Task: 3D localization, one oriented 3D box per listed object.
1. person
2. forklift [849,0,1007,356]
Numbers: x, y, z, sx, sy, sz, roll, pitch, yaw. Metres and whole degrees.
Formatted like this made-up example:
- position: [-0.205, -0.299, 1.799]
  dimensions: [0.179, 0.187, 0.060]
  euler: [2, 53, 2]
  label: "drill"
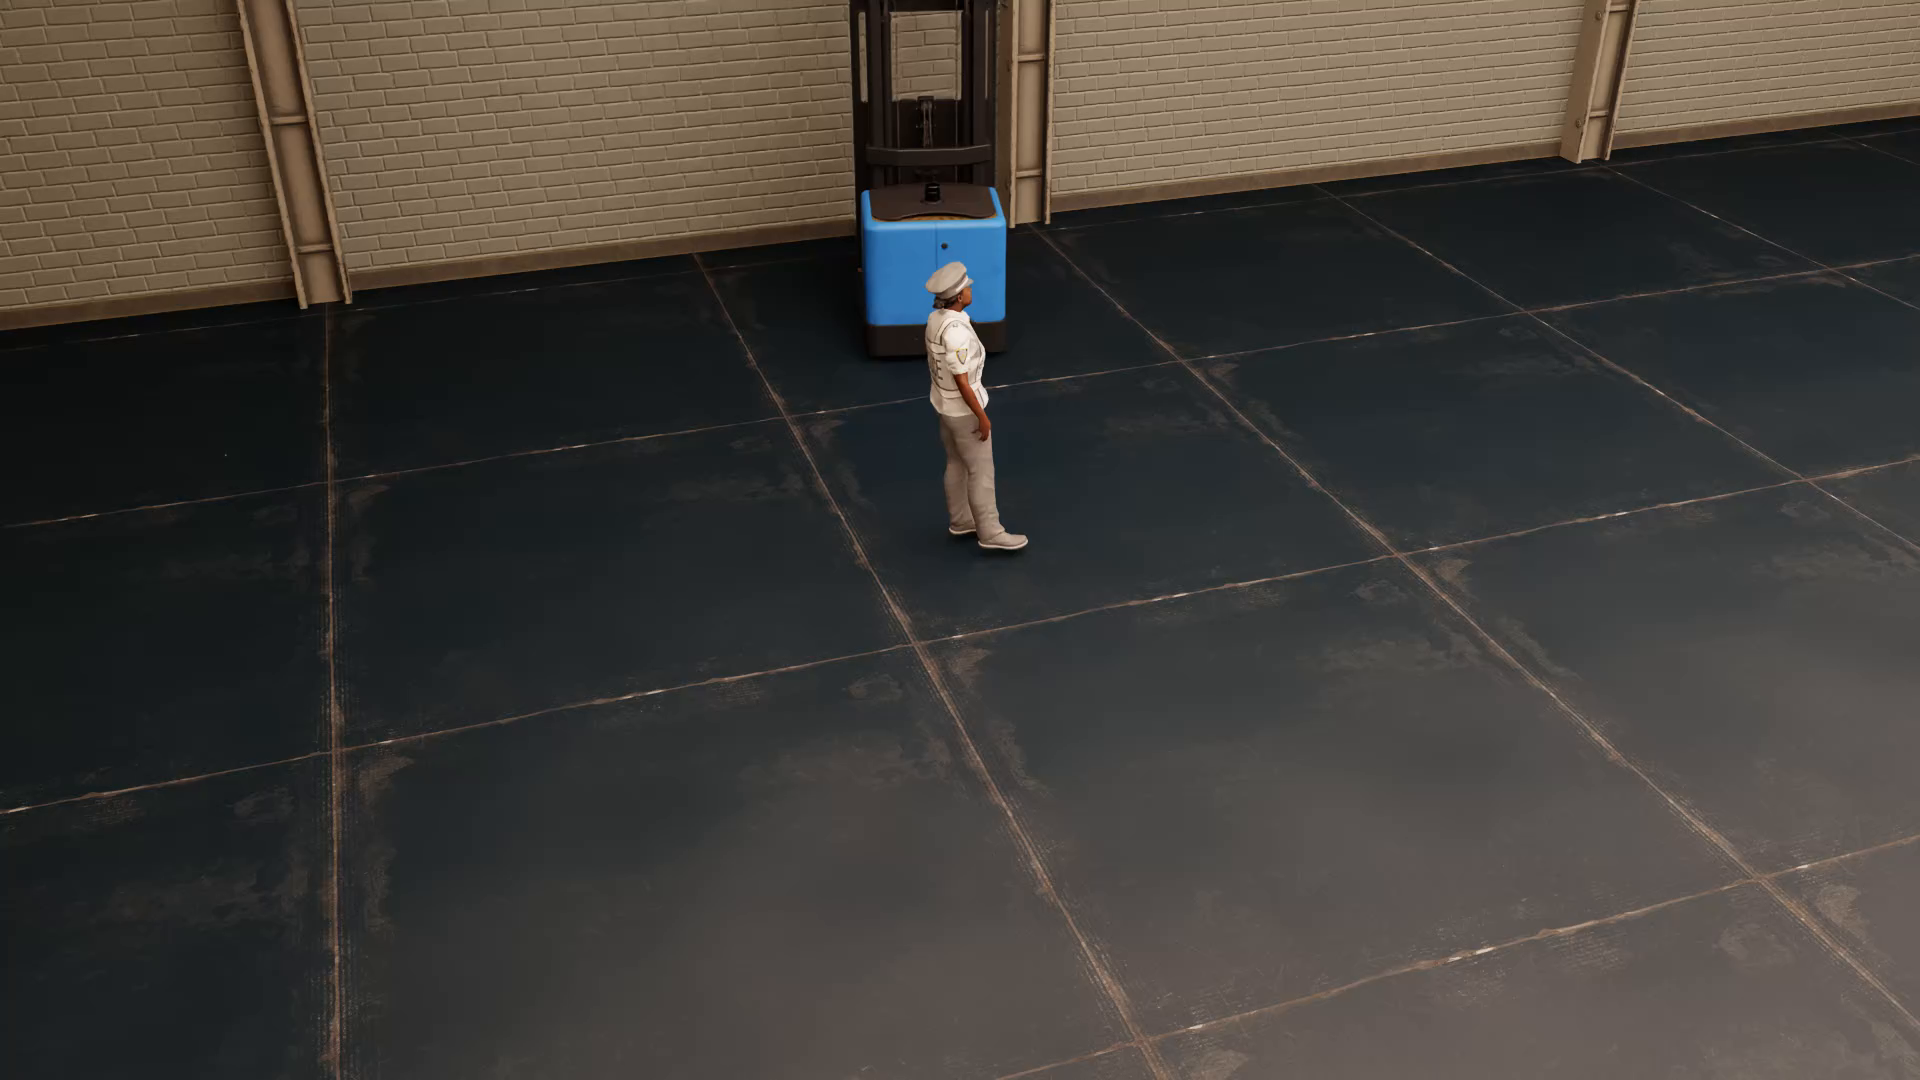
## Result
- position: [0.077, -0.779, 9.584]
  dimensions: [0.528, 1.697, 0.570]
  euler: [-10, 31, -16]
  label: "person"
- position: [-0.293, -3.328, 12.872]
  dimensions: [1.130, 2.935, 3.031]
  euler: [-2, 30, -4]
  label: "forklift"
